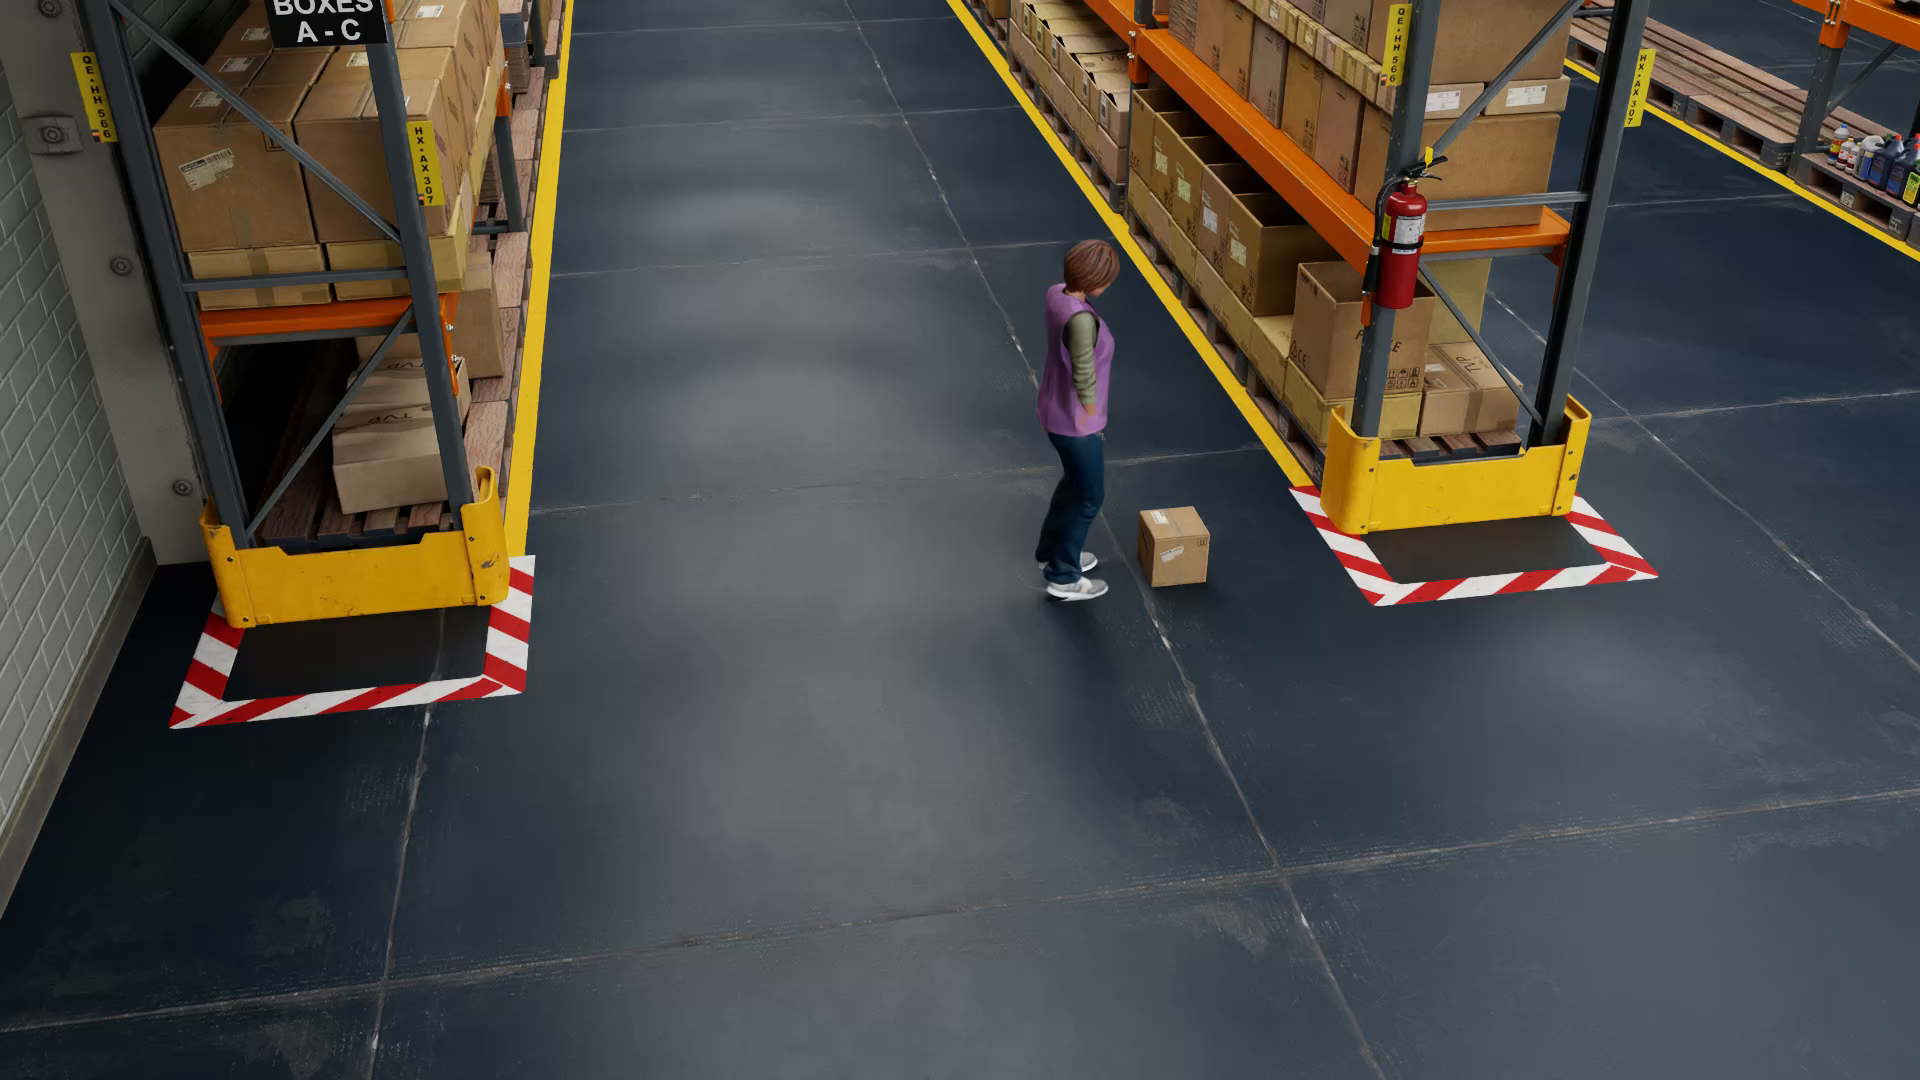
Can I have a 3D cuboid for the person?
[{"bbox_3d":[0.479,-0.508,7.005,0.316,1.589,0.412,-5,31,-8],"label":"person"}]
